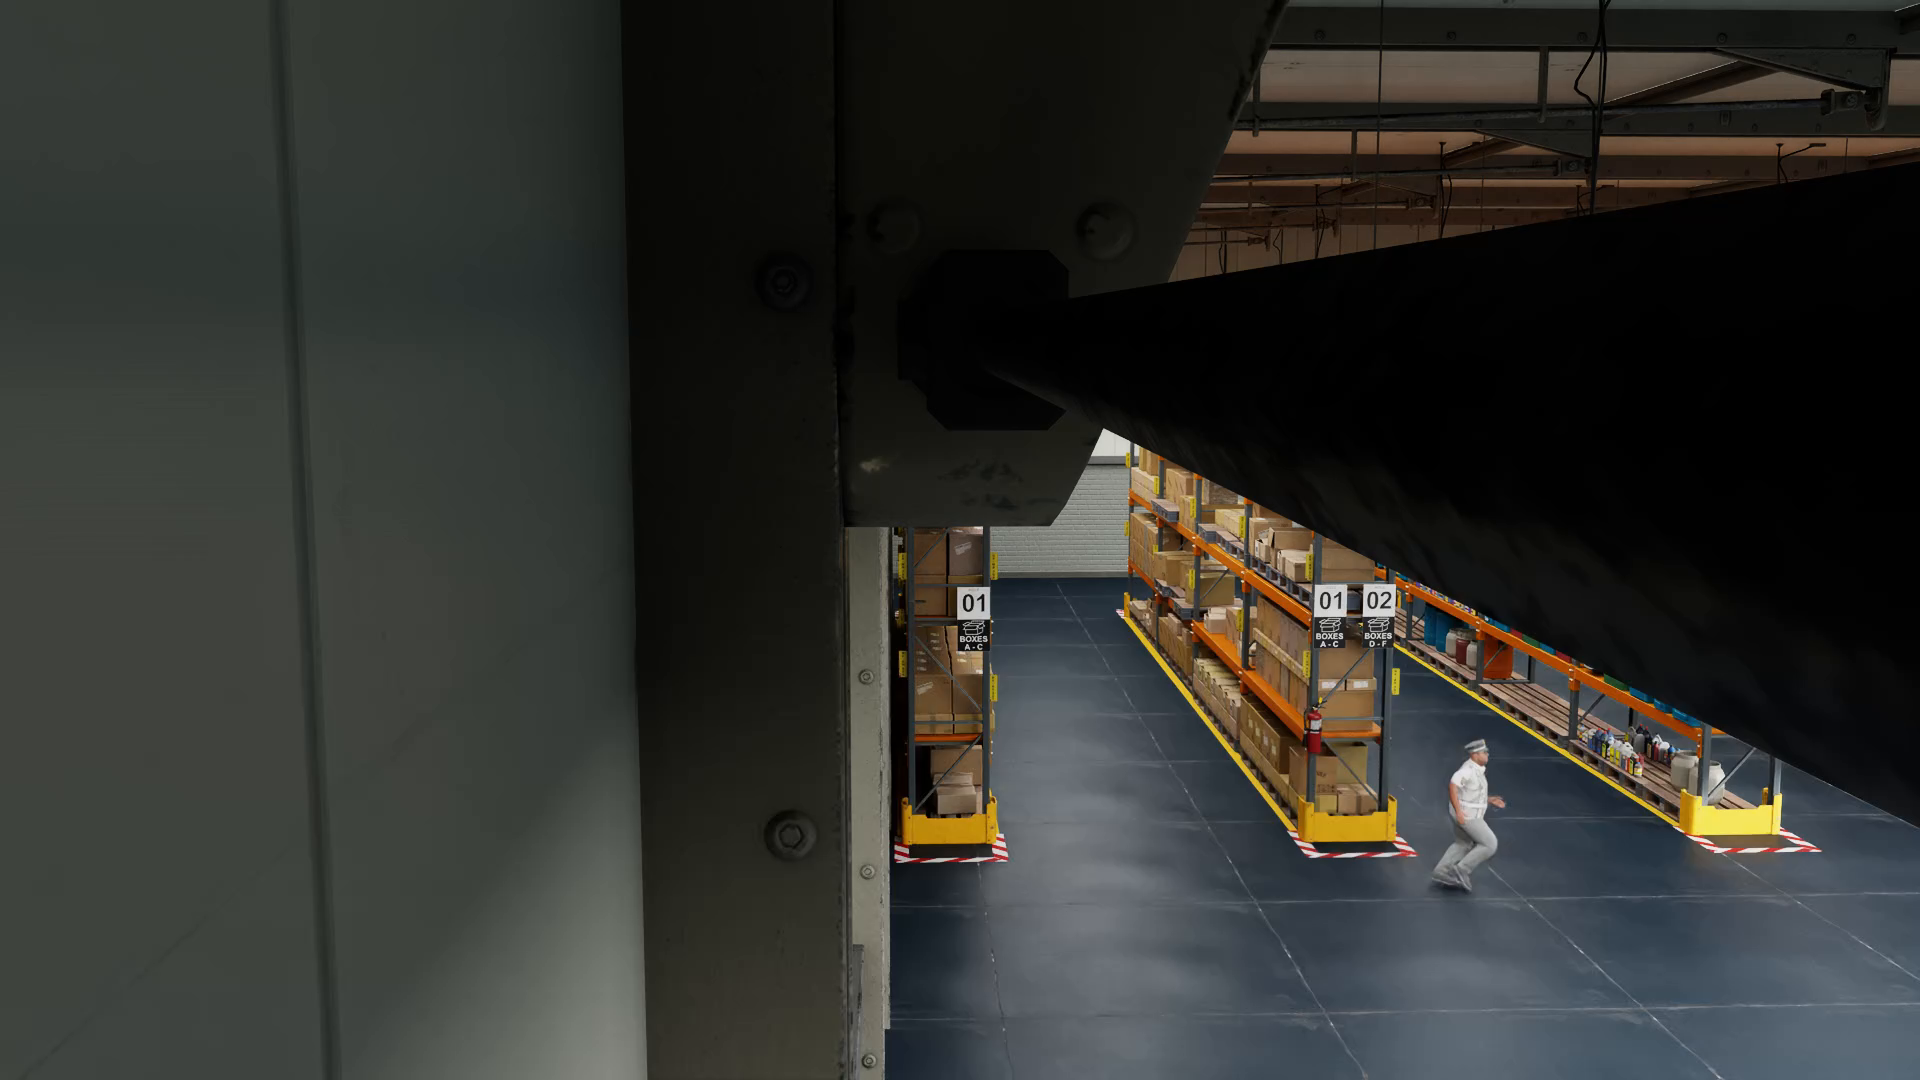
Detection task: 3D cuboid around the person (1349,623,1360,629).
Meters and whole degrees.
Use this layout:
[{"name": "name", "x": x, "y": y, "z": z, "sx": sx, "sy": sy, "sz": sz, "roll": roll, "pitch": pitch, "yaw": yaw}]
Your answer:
[{"name": "person", "x": 6.952, "y": 1.708, "z": 29.993, "sx": 0.611, "sy": 1.588, "sz": 0.609, "roll": -1, "pitch": 7, "yaw": -11}]

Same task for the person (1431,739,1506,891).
[{"name": "person", "x": 5.740, "y": 3.078, "z": 18.732, "sx": 0.771, "sy": 1.725, "sz": 0.582, "roll": 2, "pitch": 8, "yaw": 16}]
